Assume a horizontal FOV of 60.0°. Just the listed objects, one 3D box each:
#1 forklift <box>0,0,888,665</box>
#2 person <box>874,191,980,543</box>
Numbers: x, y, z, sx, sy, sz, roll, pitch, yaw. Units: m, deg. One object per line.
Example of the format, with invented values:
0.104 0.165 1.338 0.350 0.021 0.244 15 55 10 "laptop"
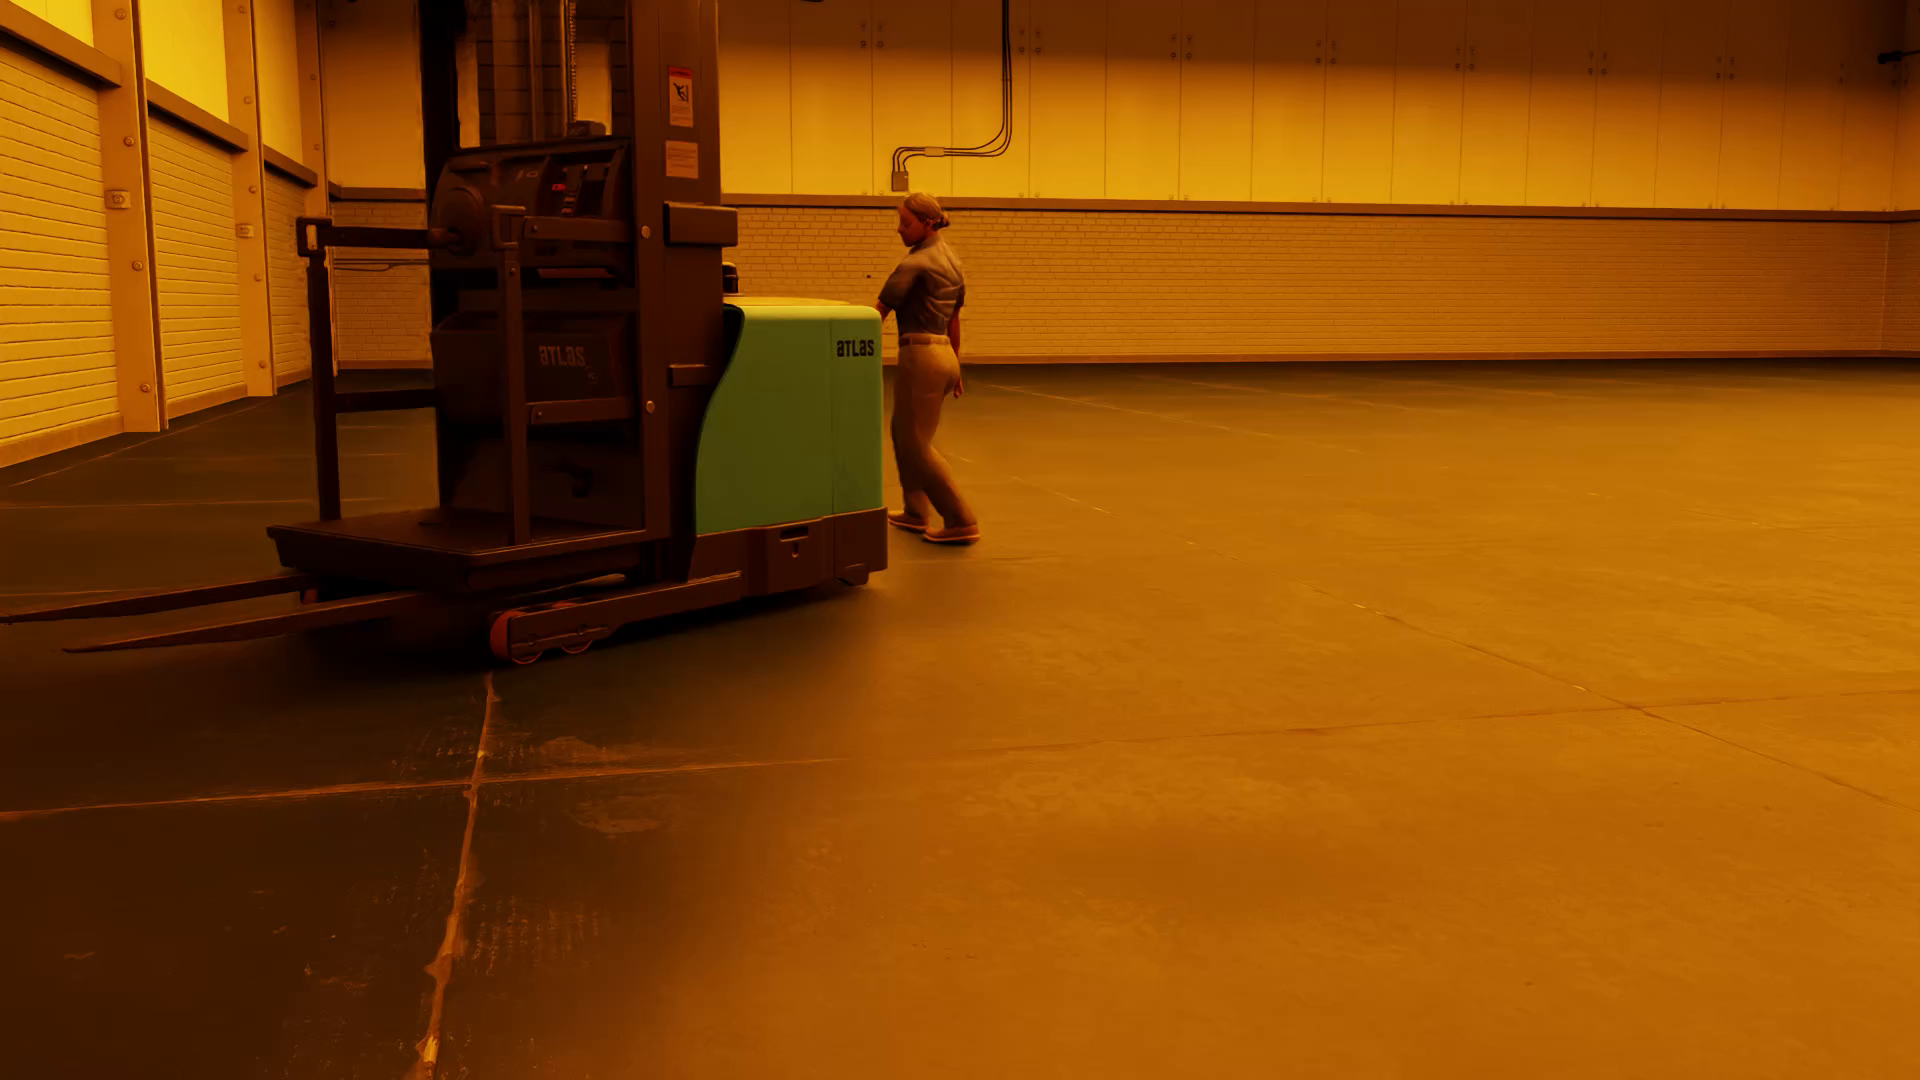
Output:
-1.565 -1.151 5.357 1.130 2.935 3.031 6 10 36 "forklift"
-0.181 -0.806 7.742 0.710 1.593 0.586 3 8 20 "person"
